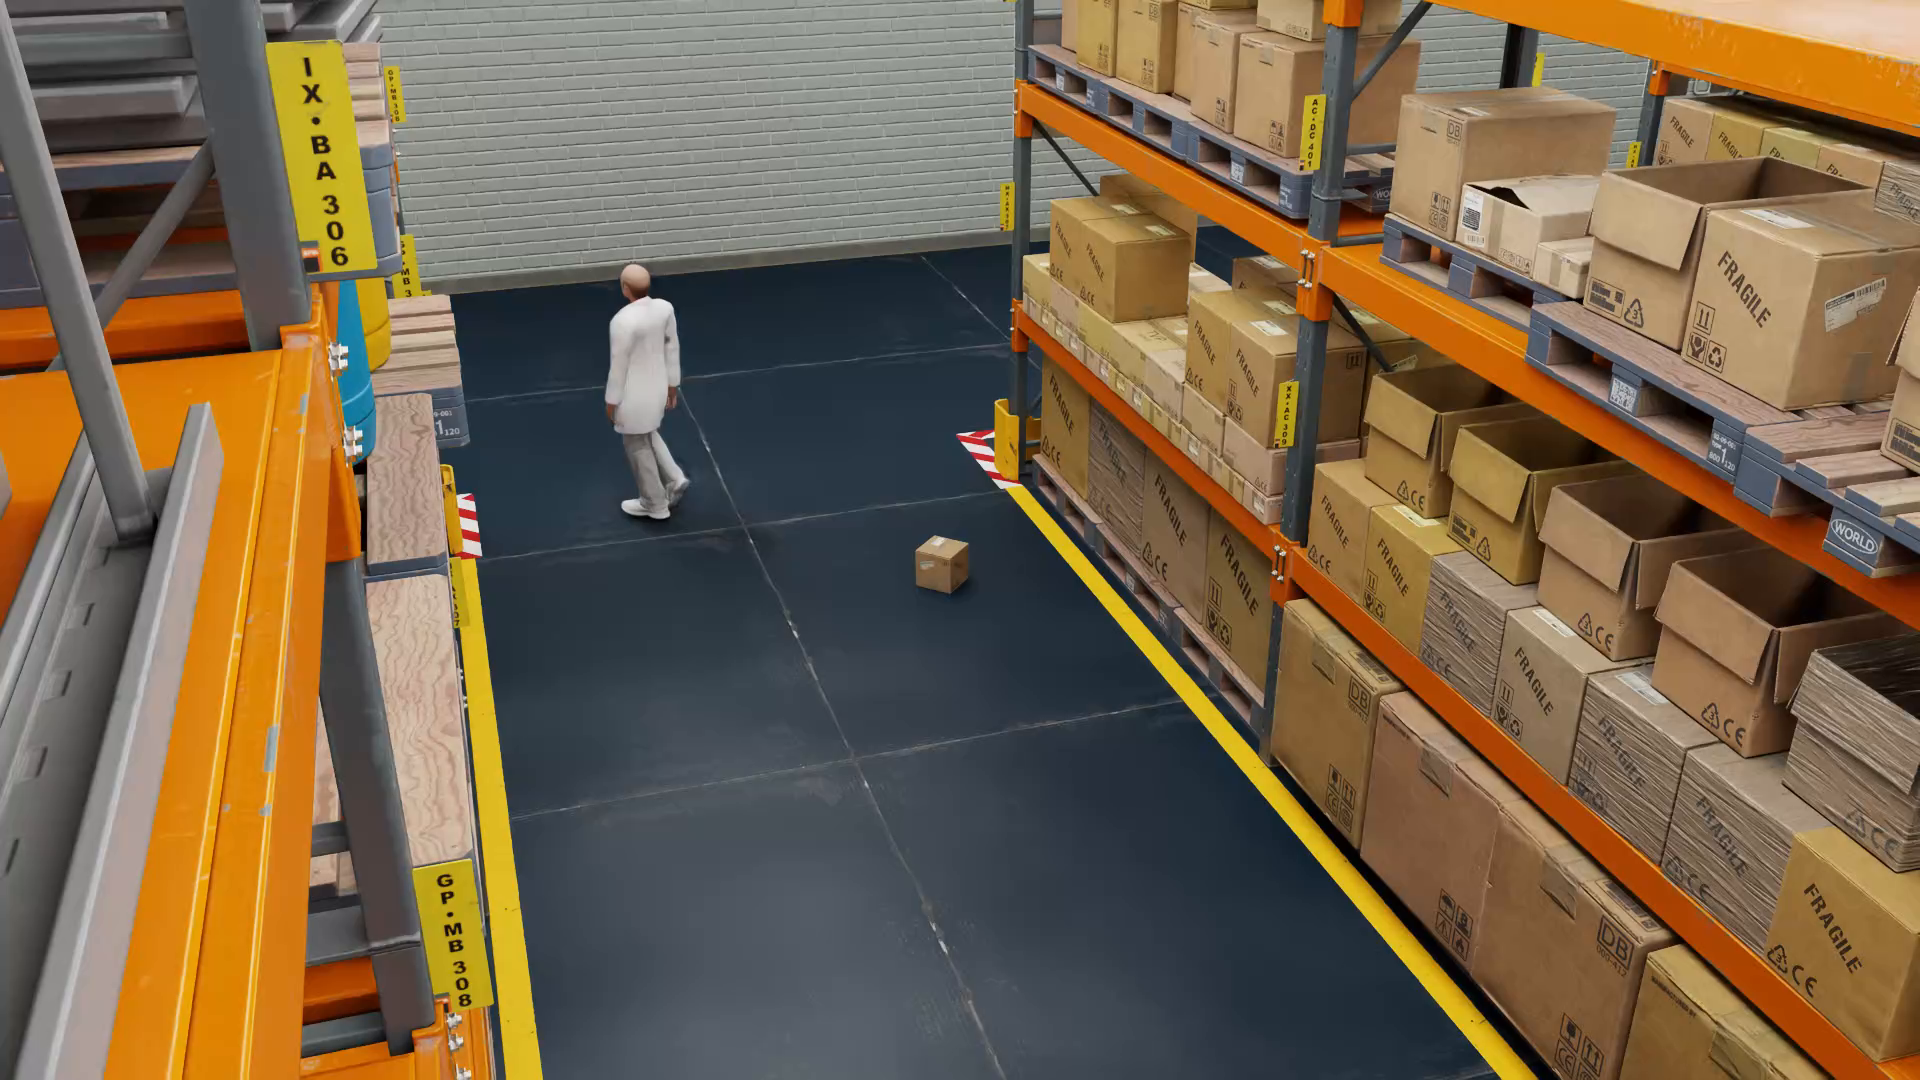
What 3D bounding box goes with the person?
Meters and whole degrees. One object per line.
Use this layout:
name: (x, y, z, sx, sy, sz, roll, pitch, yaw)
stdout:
person: (-2.139, -0.973, 11.102, 0.510, 1.800, 0.579, 14, 29, 26)
